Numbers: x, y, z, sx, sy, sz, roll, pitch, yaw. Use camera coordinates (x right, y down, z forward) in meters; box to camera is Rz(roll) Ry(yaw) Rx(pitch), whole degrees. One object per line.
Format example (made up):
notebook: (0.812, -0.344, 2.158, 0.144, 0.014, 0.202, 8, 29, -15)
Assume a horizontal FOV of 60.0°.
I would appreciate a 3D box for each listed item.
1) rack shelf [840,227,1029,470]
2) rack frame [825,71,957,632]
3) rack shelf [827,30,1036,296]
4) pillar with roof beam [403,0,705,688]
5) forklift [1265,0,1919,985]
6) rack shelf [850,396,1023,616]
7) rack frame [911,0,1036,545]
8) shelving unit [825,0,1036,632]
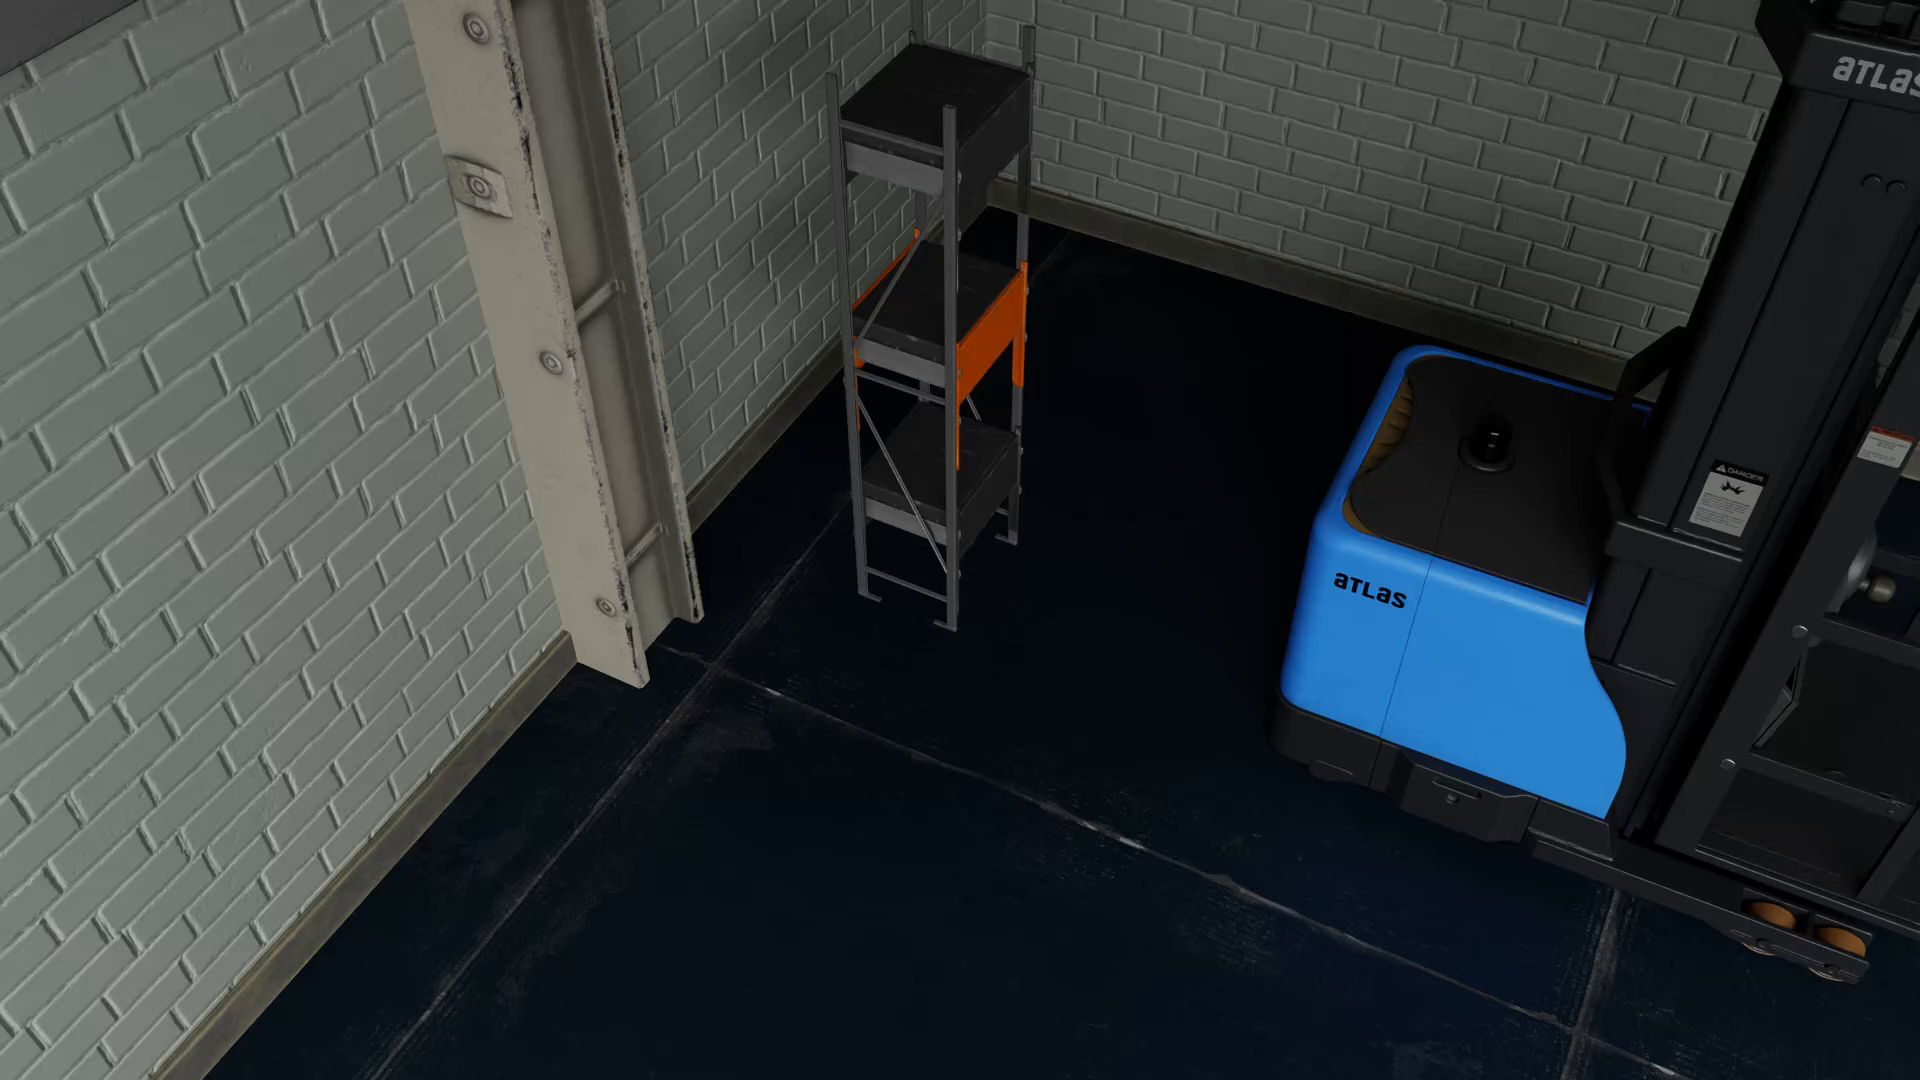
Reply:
rack shelf: (-0.077, -0.624, 5.410, 0.431, 0.518, 0.480, 20, 49, 19)
rack frame: (-0.190, -0.480, 5.248, 0.400, 2.100, 0.015, 20, 49, 19)
rack shelf: (-0.077, -1.116, 4.912, 0.431, 0.518, 0.480, 20, 49, 19)
pillar with roof beam: (2.669, -1.403, 1.310, 9.100, 9.000, 0.400, 20, 49, 19)
forklift: (2.565, -0.156, 4.343, 3.031, 2.935, 1.130, 20, 49, 18)
rack shelf: (-0.077, -0.132, 5.908, 0.431, 0.518, 0.480, 20, 49, 19)
rack frame: (0.036, -0.788, 5.552, 0.400, 2.100, 0.015, 20, 49, 19)
shelving unit: (-0.077, -0.634, 5.400, 0.431, 2.100, 0.503, 20, 49, 19)
